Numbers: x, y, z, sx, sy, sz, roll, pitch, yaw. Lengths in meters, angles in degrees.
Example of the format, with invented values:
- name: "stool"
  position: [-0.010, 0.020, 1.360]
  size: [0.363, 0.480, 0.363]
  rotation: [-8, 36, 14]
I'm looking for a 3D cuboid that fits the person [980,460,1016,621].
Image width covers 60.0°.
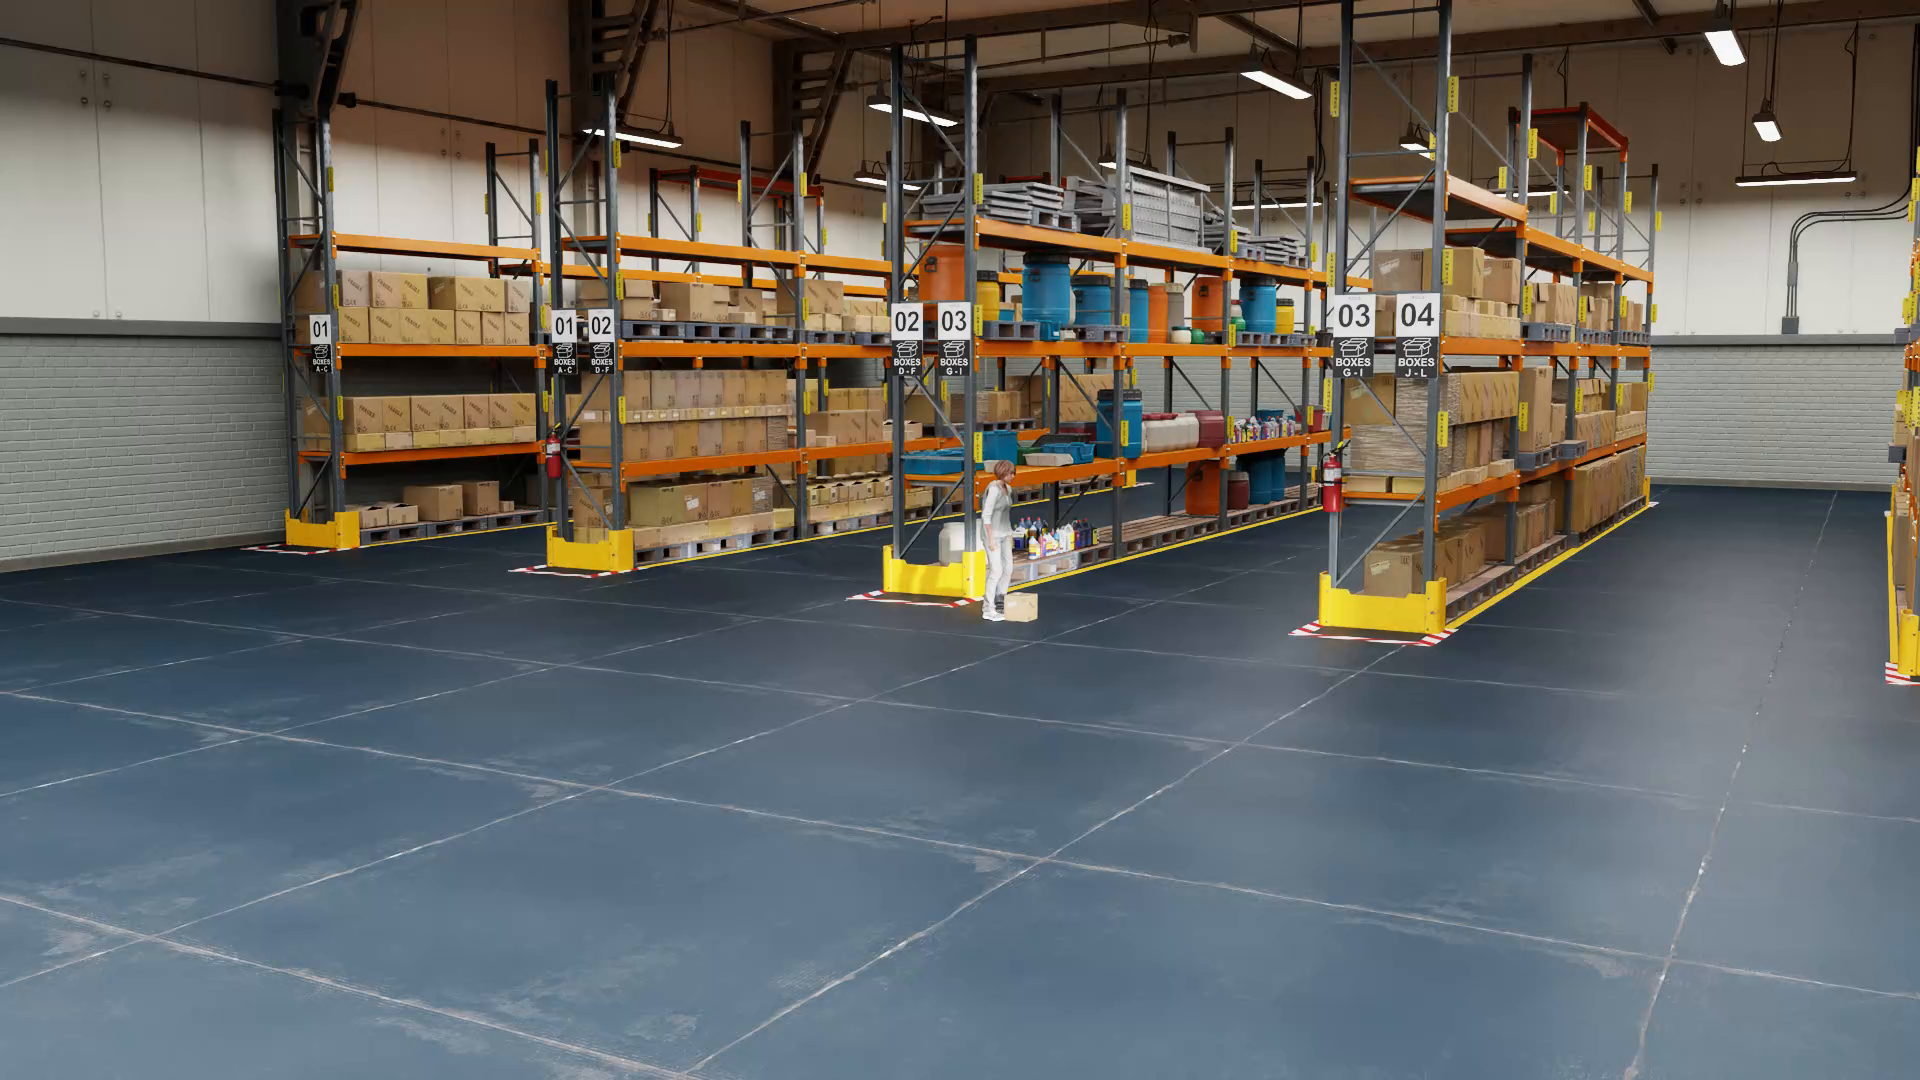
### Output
- name: "person"
  position: [0.396, -0.008, 16.647]
  size: [0.373, 1.593, 0.460]
  rotation: [3, 7, 27]
